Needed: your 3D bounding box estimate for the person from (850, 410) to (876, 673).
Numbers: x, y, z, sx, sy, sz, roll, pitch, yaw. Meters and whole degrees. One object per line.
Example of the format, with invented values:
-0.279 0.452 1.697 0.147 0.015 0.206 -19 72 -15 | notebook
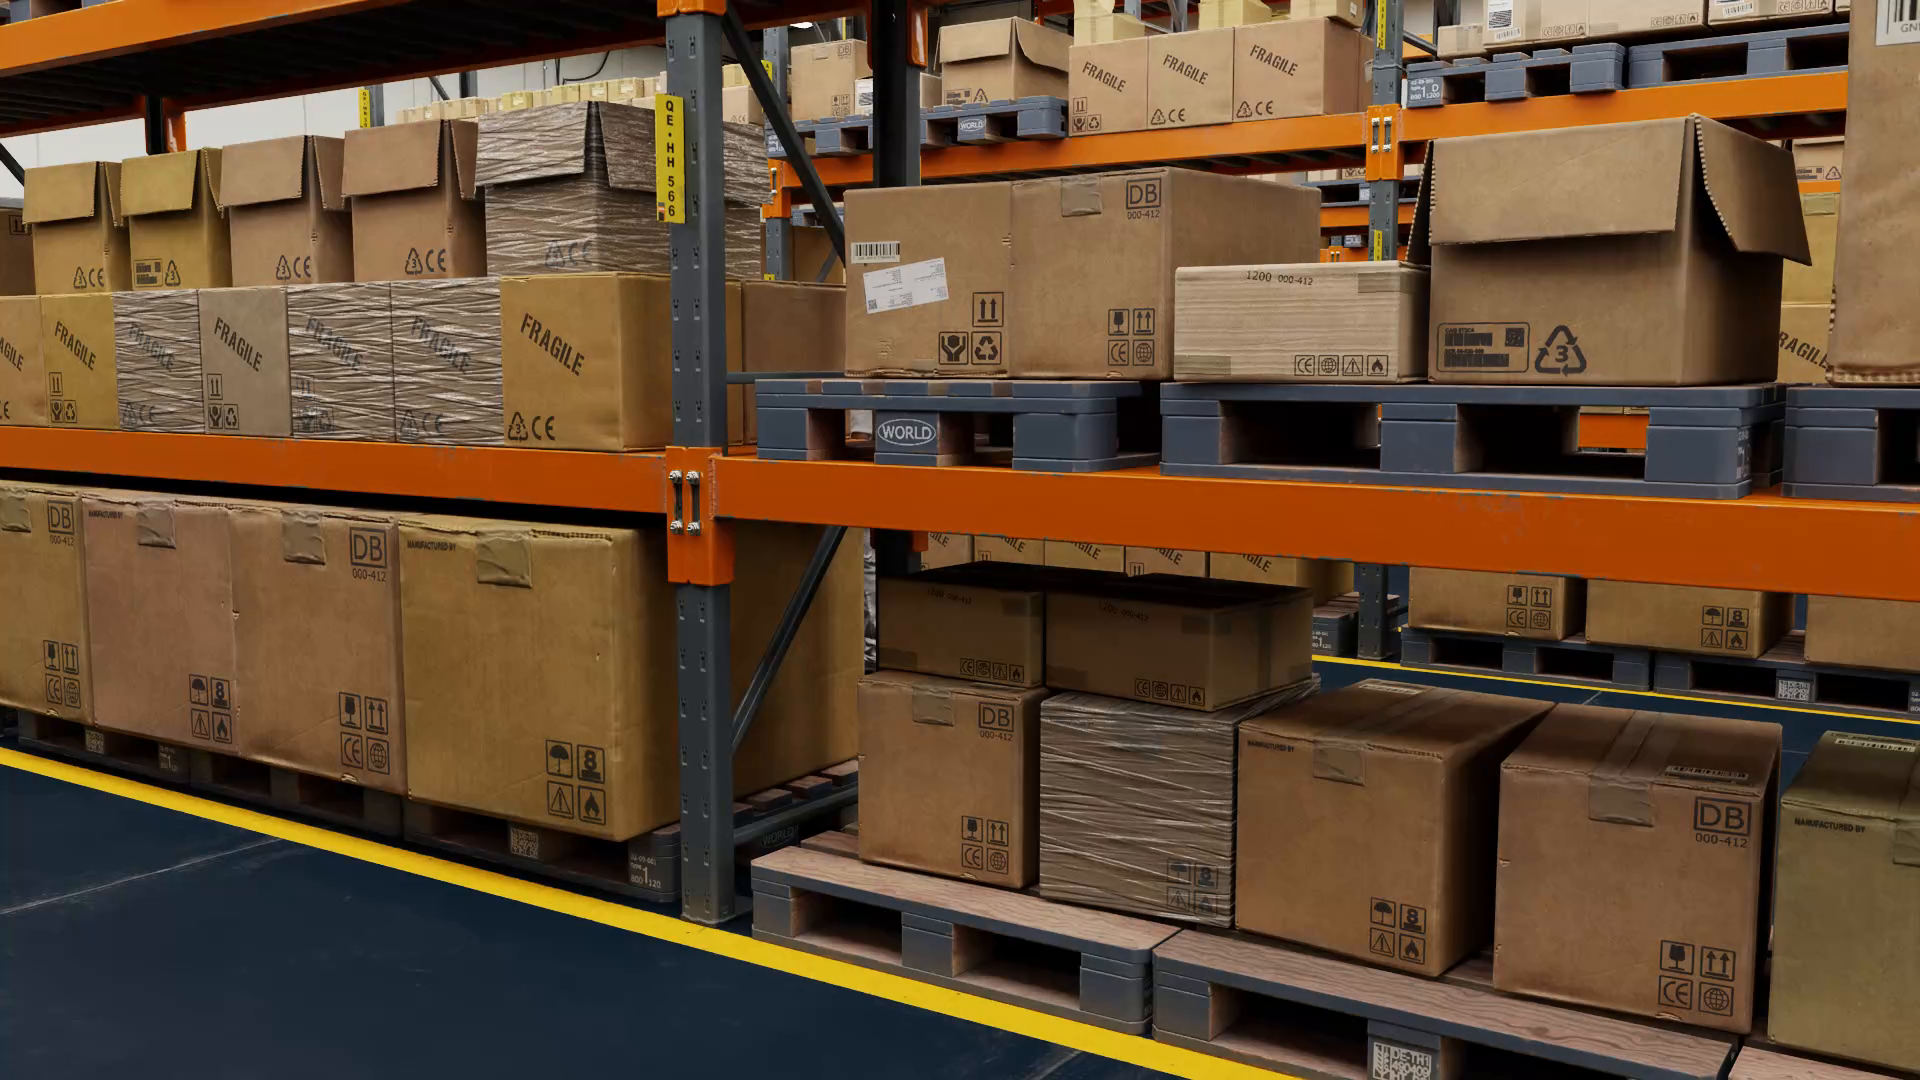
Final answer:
-0.409 -0.228 8.327 0.443 1.775 0.631 4 7 31 | person
